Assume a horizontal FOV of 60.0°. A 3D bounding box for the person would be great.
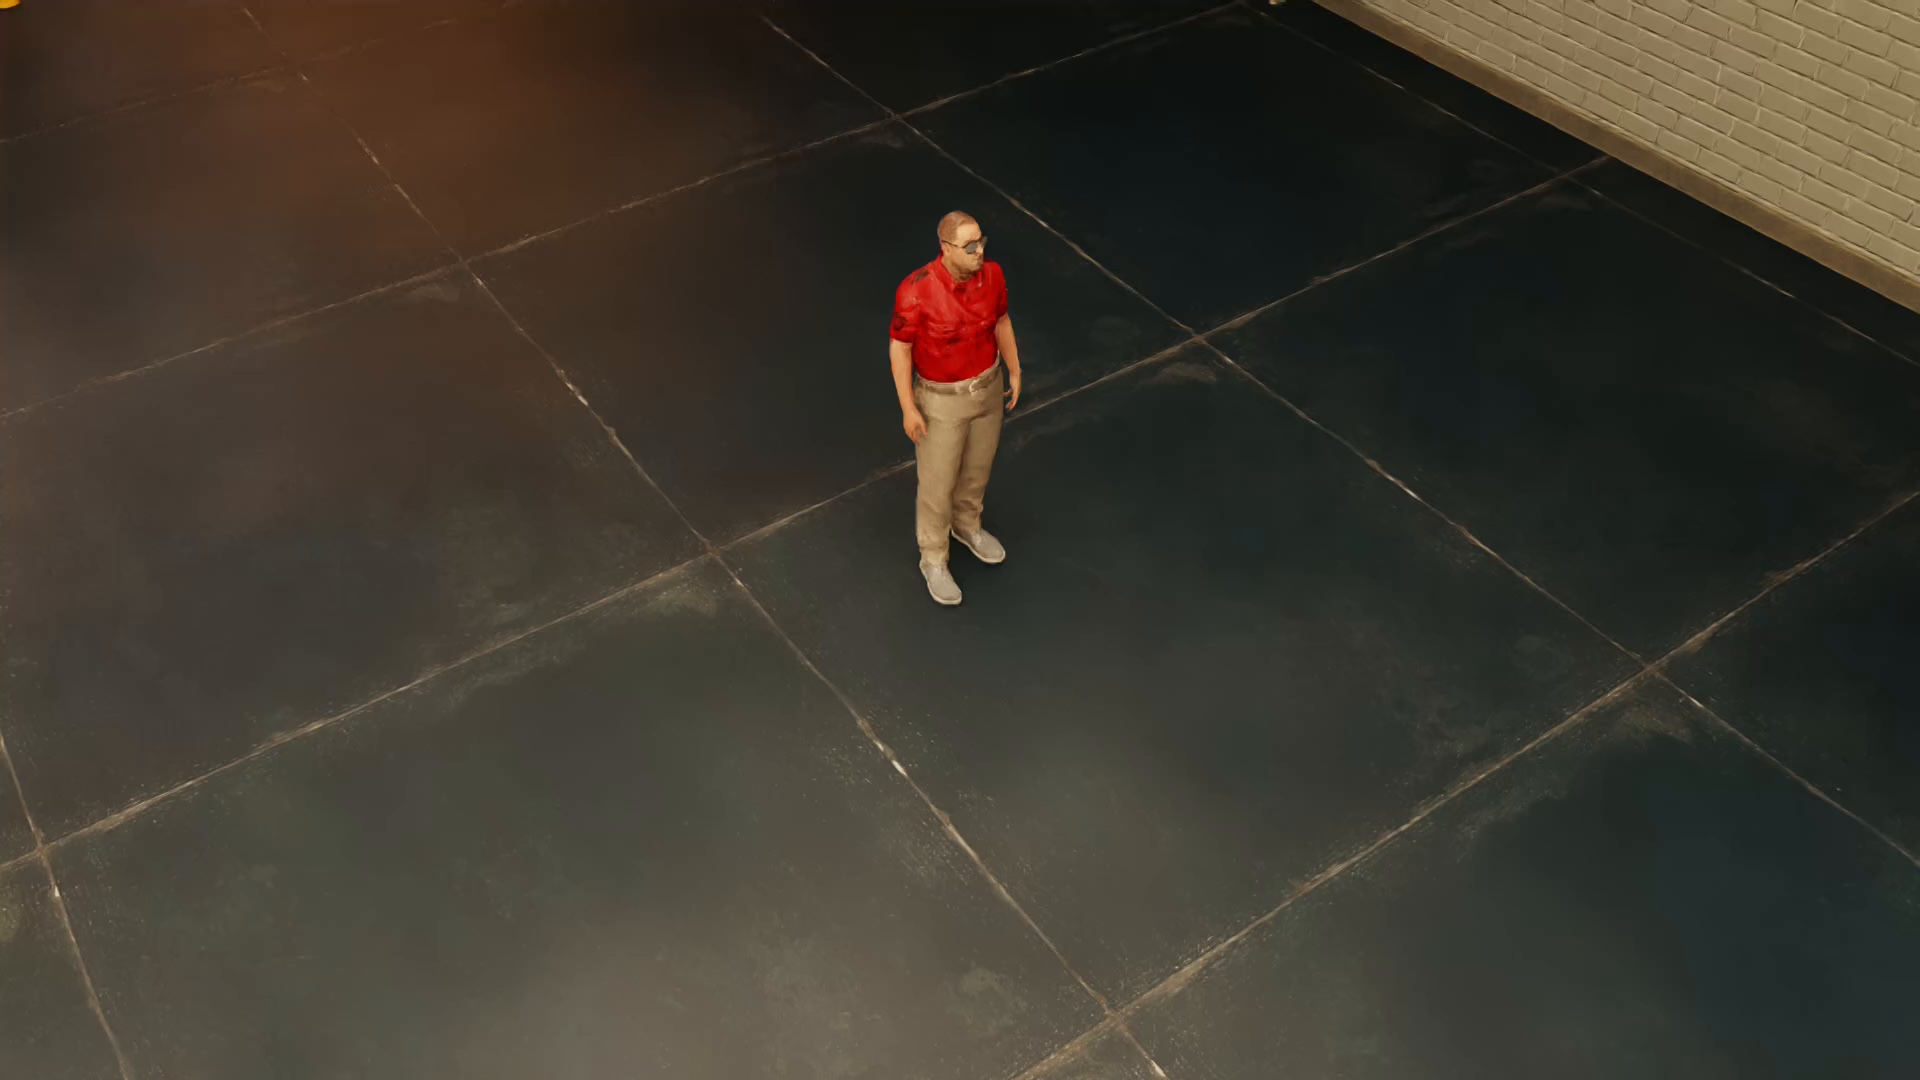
[{"bbox_3d":[0.041,-0.586,7.228,0.640,1.727,0.550,-25,48,-25],"label":"person"}]
